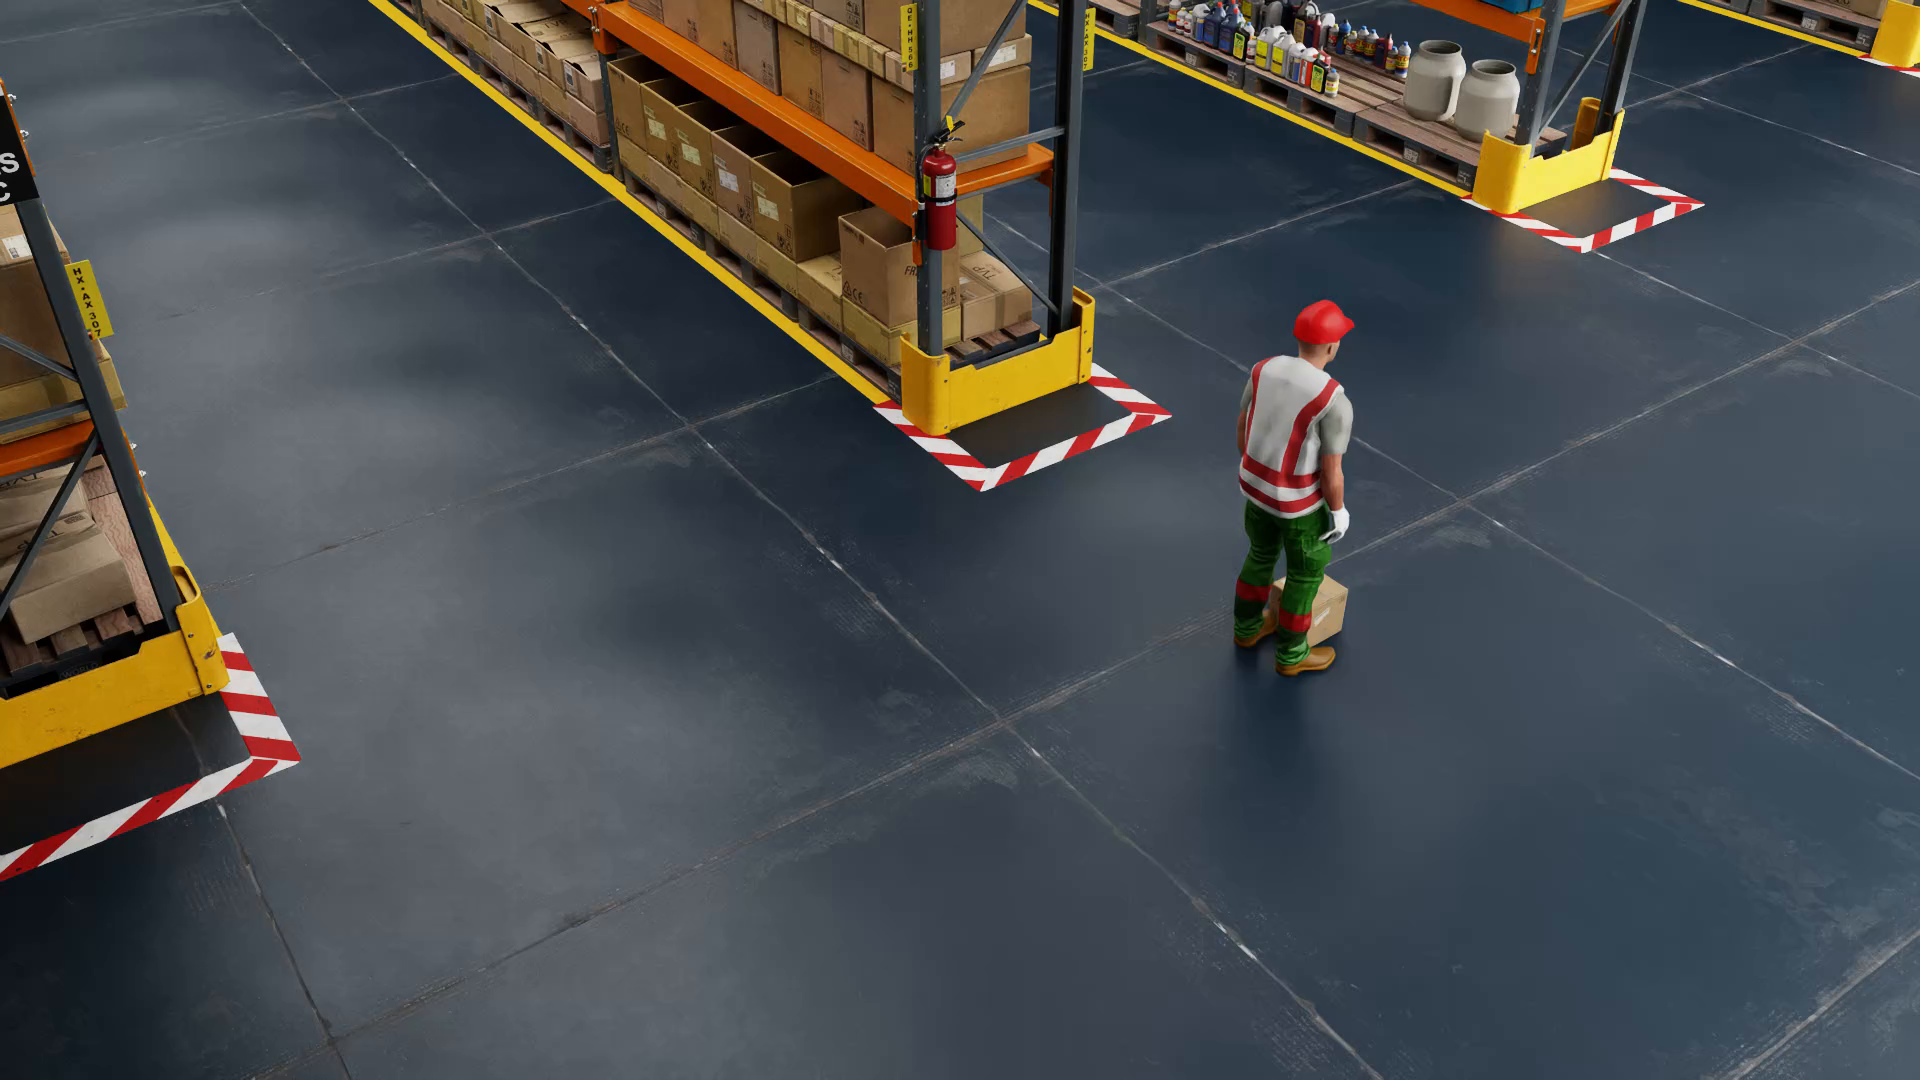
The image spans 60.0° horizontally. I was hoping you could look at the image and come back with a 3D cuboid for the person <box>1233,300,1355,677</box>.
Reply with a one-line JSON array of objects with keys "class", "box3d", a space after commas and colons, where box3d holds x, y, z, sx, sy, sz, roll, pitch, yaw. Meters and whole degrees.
[{"class": "person", "box3d": [1.459, -0.218, 7.292, 0.453, 1.777, 0.604, -24, 43, -30]}]
